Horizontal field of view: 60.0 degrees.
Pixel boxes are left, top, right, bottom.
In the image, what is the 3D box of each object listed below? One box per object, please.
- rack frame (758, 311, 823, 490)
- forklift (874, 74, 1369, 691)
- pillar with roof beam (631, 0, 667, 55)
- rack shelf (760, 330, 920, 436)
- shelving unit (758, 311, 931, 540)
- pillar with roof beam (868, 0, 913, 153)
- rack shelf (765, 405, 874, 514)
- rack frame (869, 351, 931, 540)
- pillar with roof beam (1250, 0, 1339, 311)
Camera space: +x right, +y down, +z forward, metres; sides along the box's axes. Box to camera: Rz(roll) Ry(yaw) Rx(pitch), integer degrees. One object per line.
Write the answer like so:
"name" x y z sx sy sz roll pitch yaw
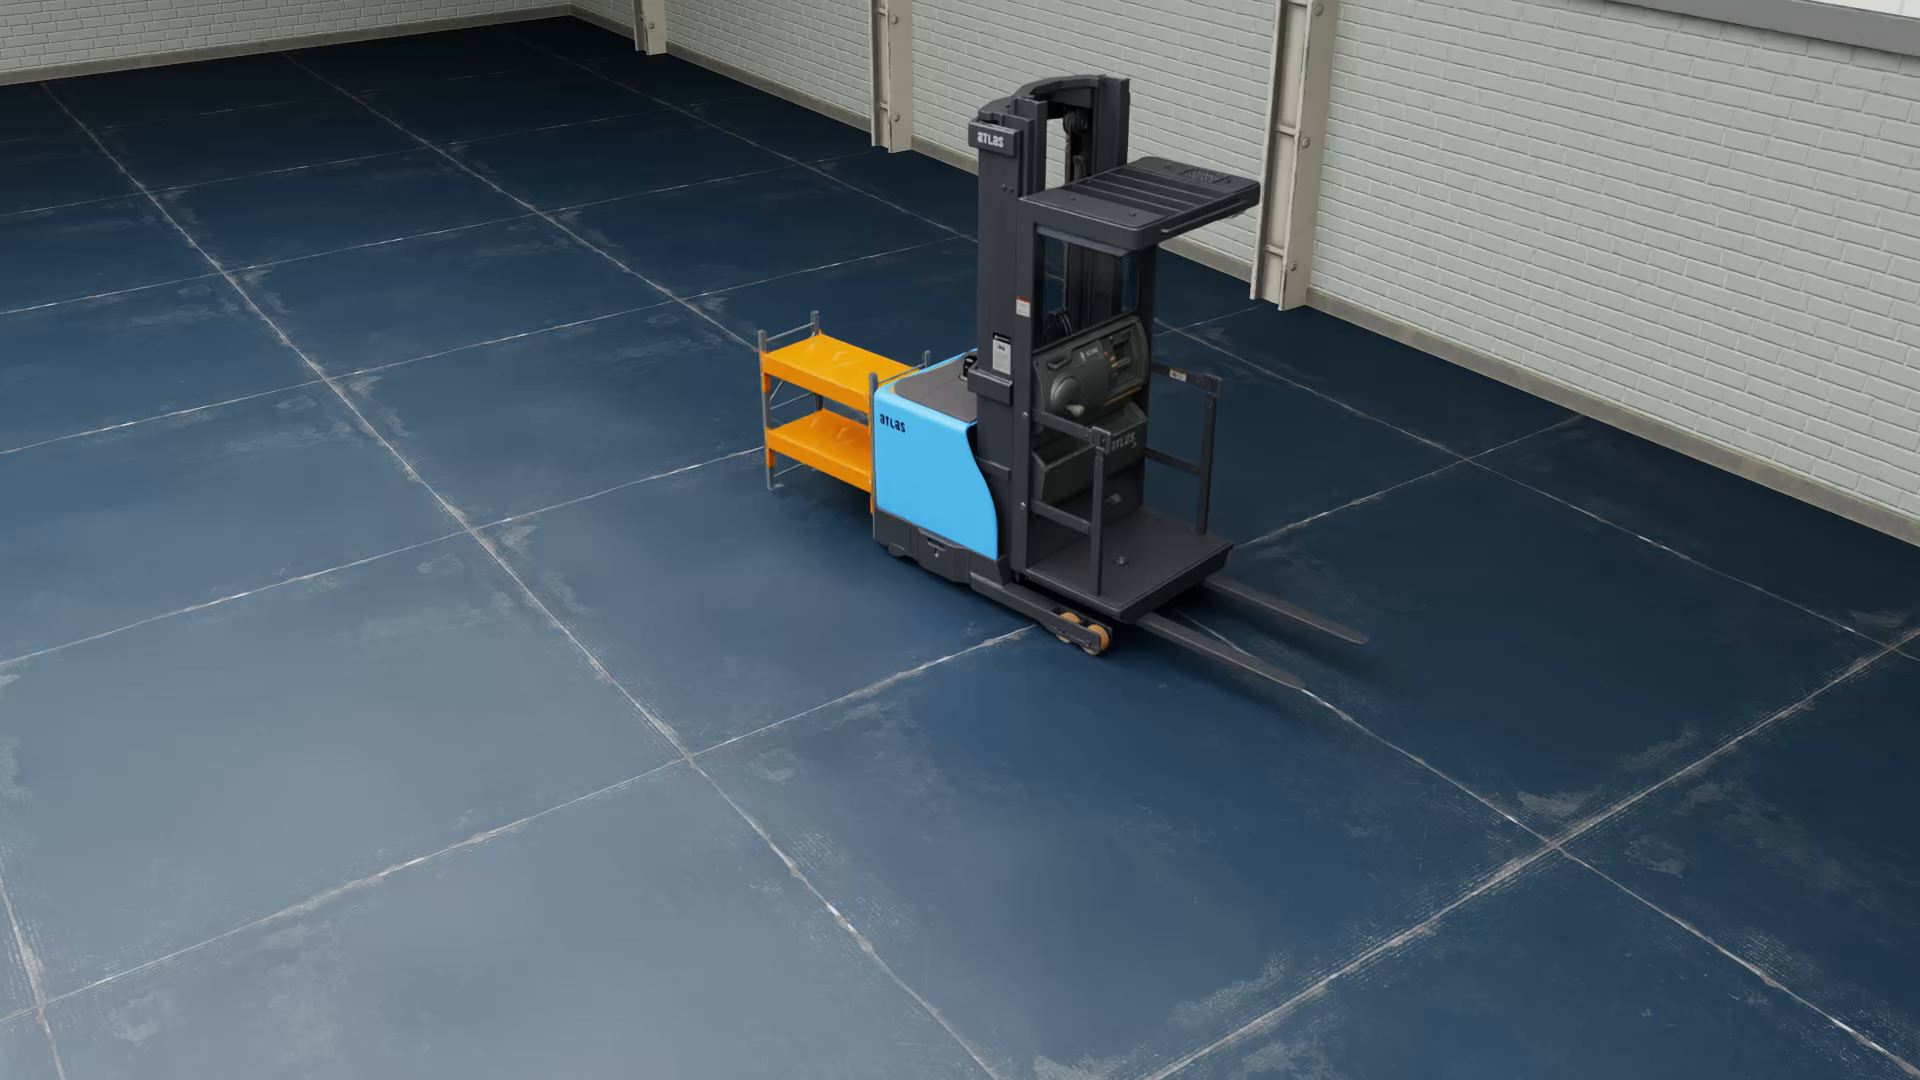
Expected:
"rack frame" -1.104 -0.917 10.987 0.032 1.125 0.500 24 37 37
"forklift" 0.888 -0.928 9.115 3.031 2.935 1.130 24 37 37
"pillar with roof beam" -7.738 -9.478 18.500 9.100 9.000 0.400 -19 34 -31
"rack shelf" -0.734 -1.008 10.541 1.000 0.278 0.538 24 37 37
"shelving unit" -0.734 -0.751 10.681 1.048 1.125 0.538 24 37 37
"pillar with roof beam" -4.258 -7.146 14.205 9.100 9.000 0.400 -19 34 -31
"rack shelf" -0.734 -0.536 10.797 1.000 0.278 0.538 24 37 37
"rack frame" -0.363 -0.585 10.375 0.032 1.125 0.500 24 37 37
"pillar with roof beam" -0.778 -4.813 9.910 9.100 9.000 0.400 -19 34 -31
